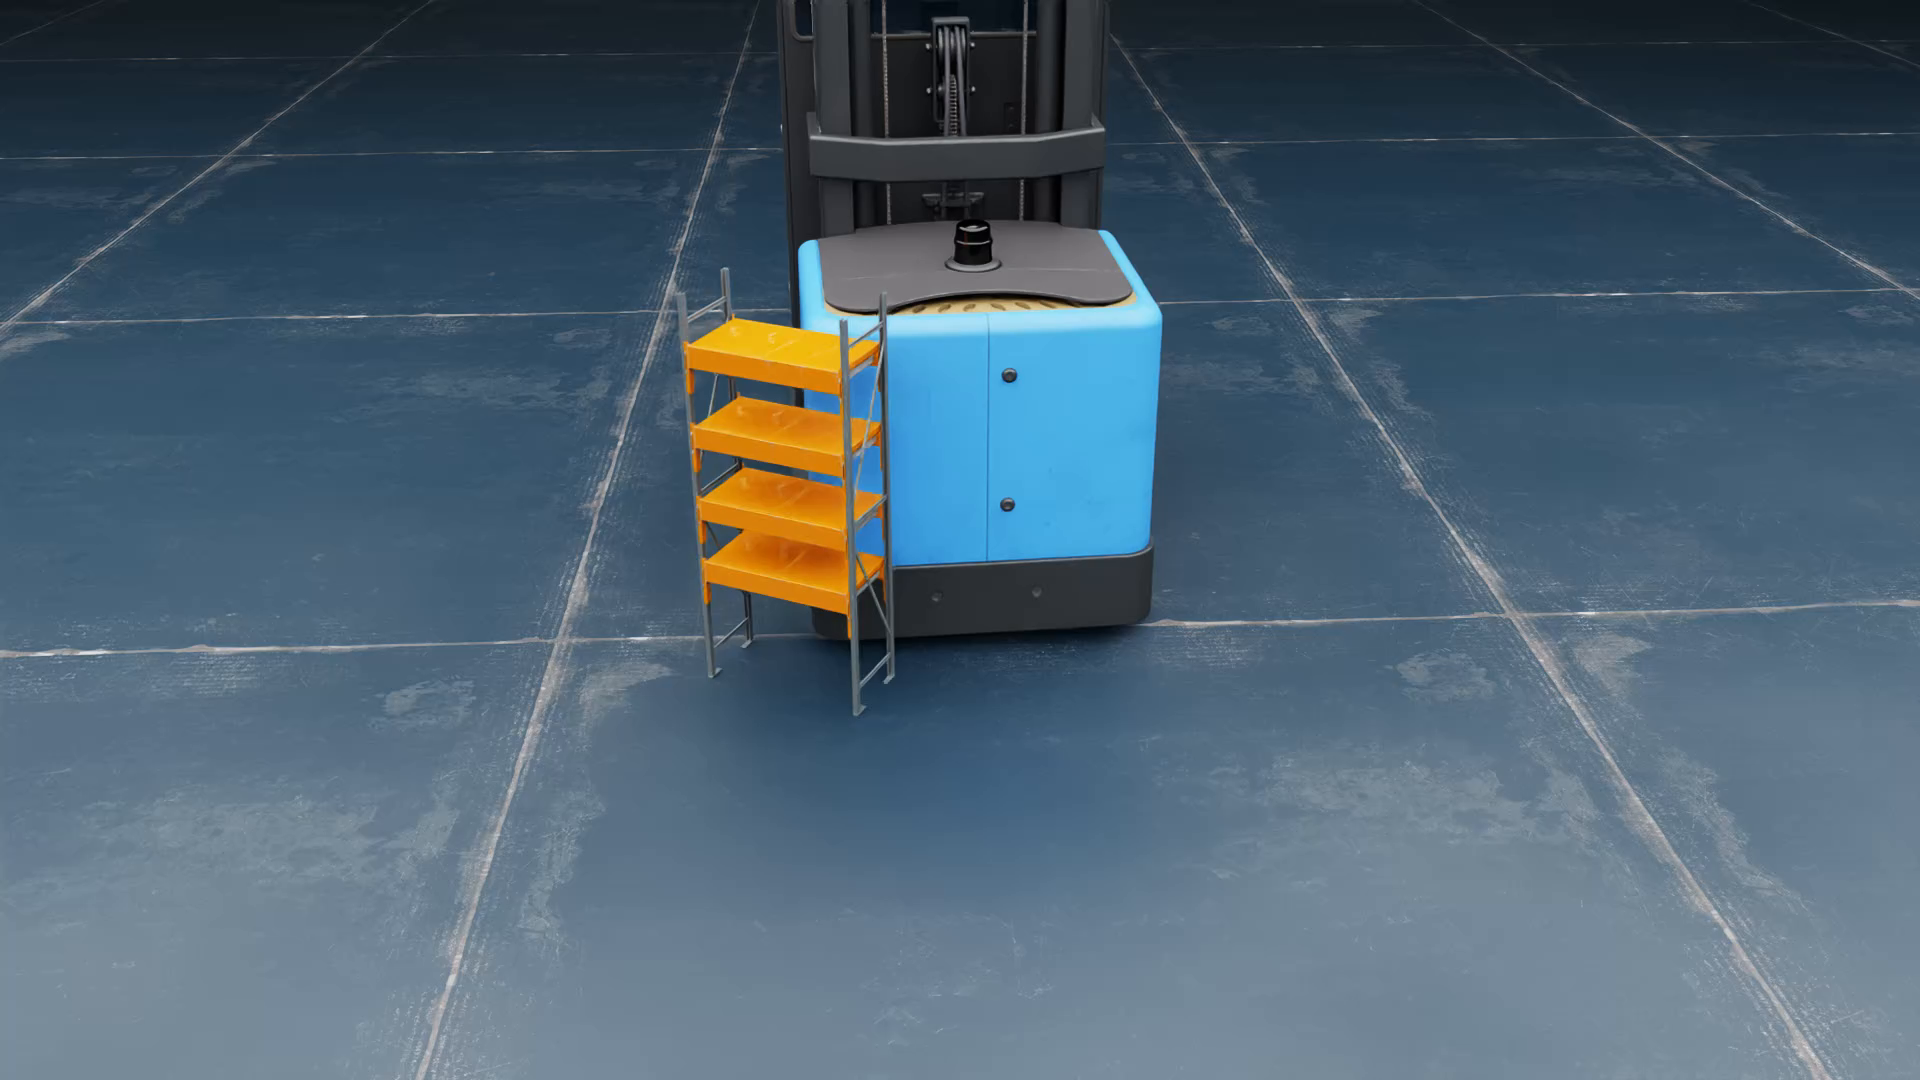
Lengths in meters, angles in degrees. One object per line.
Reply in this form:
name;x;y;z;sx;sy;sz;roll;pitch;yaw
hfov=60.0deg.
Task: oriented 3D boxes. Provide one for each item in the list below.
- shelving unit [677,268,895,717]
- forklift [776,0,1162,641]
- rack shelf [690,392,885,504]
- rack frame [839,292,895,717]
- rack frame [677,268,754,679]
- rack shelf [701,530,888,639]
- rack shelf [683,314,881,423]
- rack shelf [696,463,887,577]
shelving unit;-0.473;-0.122;4.687;0.503;1.200;0.258;12;30;22
forklift;-0.083;-1.649;5.742;1.130;2.935;3.031;-3;28;-6
rack shelf;-0.473;-0.261;4.615;0.480;0.148;0.258;12;30;22
rack frame;-0.251;-0.075;4.597;0.015;1.200;0.240;12;30;22
rack frame;-0.694;-0.169;4.777;0.015;1.200;0.240;12;30;22
rack shelf;-0.473;0.113;4.810;0.480;0.148;0.258;12;30;22
rack shelf;-0.473;-0.471;4.505;0.480;0.148;0.258;12;30;22
rack shelf;-0.473;-0.063;4.718;0.480;0.148;0.258;12;30;22
